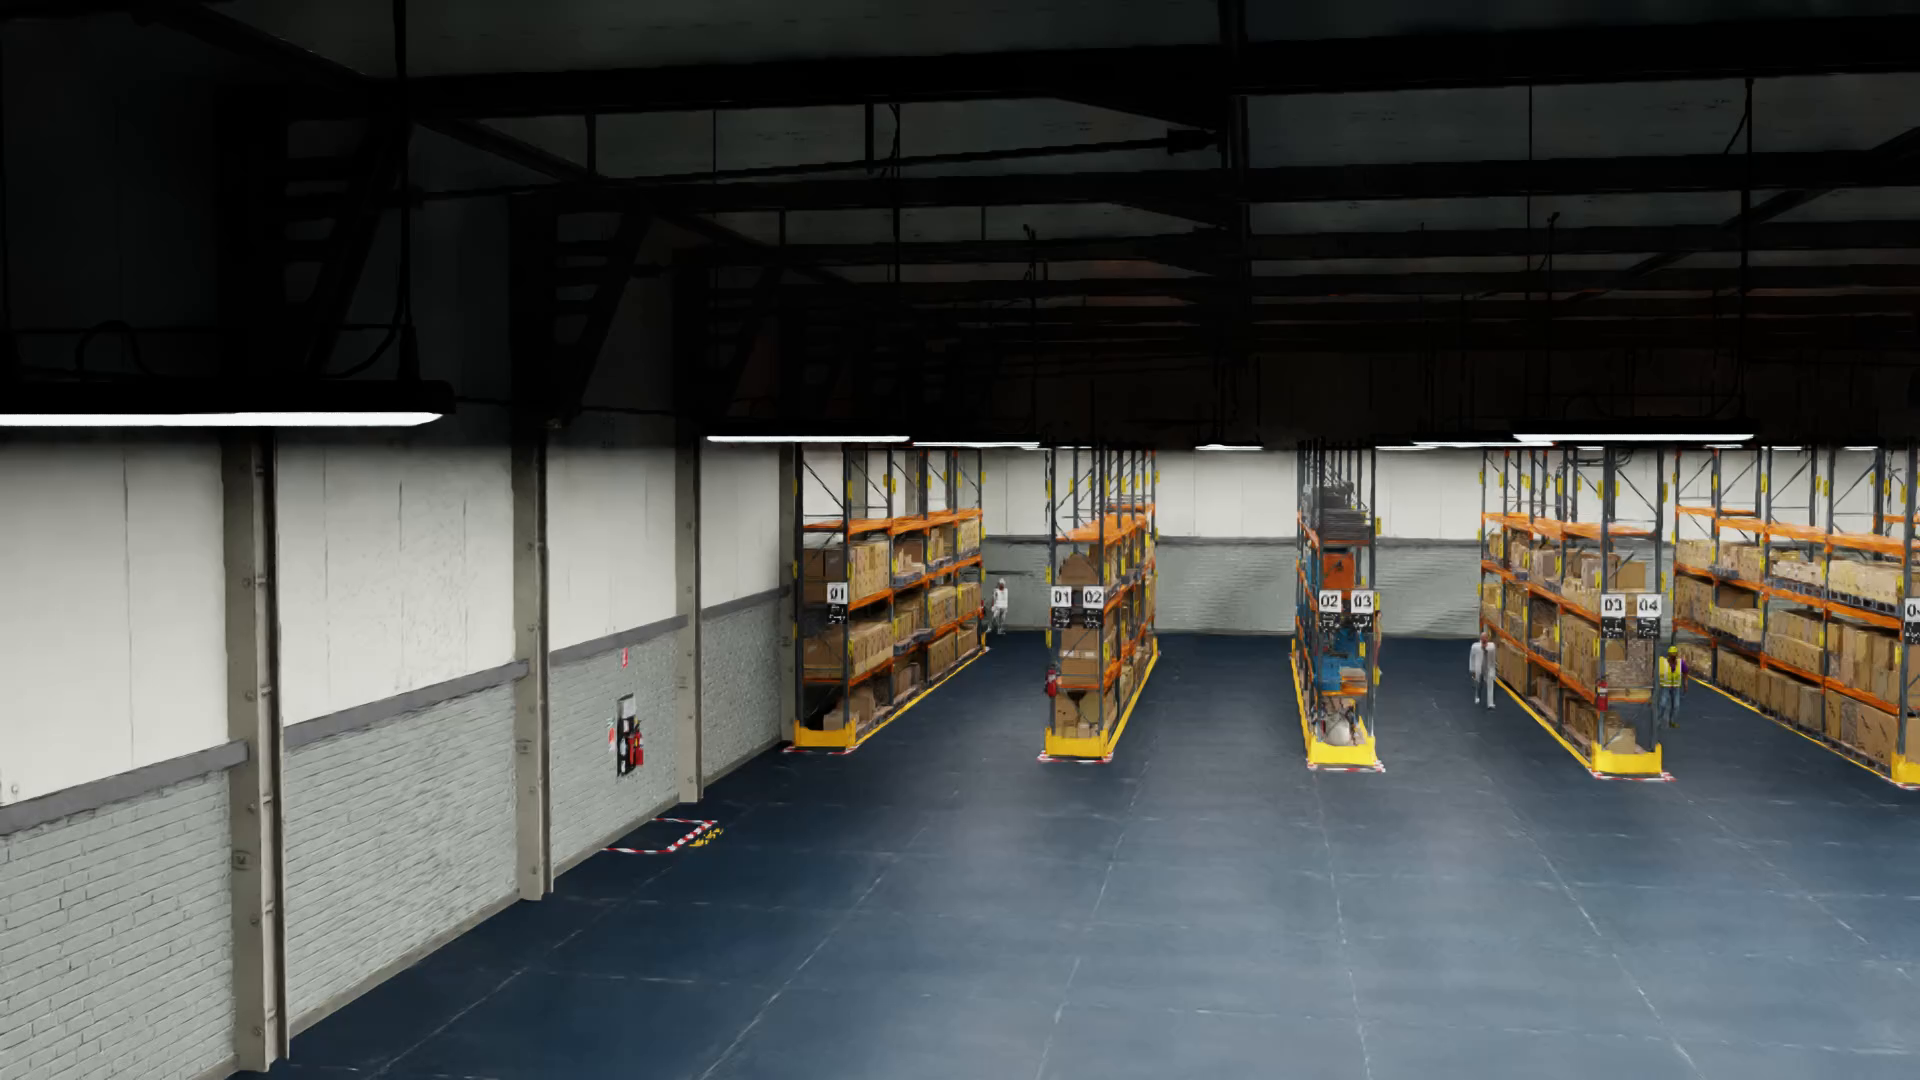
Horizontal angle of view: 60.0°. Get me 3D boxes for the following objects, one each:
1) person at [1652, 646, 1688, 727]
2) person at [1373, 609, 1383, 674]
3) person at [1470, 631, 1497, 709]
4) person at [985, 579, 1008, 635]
[{"bbox_3d":[14.766,3.043,34.586,0.719,1.714,0.578,0,3,9],"label":"person"},{"bbox_3d":[10.764,2.608,42.907,0.386,1.659,0.565,0,3,0],"label":"person"},{"bbox_3d":[11.715,2.883,37.255,0.574,1.698,1.194,1,3,12],"label":"person"},{"bbox_3d":[1.151,2.090,51.913,0.729,1.772,0.526,-2,3,-30],"label":"person"}]
